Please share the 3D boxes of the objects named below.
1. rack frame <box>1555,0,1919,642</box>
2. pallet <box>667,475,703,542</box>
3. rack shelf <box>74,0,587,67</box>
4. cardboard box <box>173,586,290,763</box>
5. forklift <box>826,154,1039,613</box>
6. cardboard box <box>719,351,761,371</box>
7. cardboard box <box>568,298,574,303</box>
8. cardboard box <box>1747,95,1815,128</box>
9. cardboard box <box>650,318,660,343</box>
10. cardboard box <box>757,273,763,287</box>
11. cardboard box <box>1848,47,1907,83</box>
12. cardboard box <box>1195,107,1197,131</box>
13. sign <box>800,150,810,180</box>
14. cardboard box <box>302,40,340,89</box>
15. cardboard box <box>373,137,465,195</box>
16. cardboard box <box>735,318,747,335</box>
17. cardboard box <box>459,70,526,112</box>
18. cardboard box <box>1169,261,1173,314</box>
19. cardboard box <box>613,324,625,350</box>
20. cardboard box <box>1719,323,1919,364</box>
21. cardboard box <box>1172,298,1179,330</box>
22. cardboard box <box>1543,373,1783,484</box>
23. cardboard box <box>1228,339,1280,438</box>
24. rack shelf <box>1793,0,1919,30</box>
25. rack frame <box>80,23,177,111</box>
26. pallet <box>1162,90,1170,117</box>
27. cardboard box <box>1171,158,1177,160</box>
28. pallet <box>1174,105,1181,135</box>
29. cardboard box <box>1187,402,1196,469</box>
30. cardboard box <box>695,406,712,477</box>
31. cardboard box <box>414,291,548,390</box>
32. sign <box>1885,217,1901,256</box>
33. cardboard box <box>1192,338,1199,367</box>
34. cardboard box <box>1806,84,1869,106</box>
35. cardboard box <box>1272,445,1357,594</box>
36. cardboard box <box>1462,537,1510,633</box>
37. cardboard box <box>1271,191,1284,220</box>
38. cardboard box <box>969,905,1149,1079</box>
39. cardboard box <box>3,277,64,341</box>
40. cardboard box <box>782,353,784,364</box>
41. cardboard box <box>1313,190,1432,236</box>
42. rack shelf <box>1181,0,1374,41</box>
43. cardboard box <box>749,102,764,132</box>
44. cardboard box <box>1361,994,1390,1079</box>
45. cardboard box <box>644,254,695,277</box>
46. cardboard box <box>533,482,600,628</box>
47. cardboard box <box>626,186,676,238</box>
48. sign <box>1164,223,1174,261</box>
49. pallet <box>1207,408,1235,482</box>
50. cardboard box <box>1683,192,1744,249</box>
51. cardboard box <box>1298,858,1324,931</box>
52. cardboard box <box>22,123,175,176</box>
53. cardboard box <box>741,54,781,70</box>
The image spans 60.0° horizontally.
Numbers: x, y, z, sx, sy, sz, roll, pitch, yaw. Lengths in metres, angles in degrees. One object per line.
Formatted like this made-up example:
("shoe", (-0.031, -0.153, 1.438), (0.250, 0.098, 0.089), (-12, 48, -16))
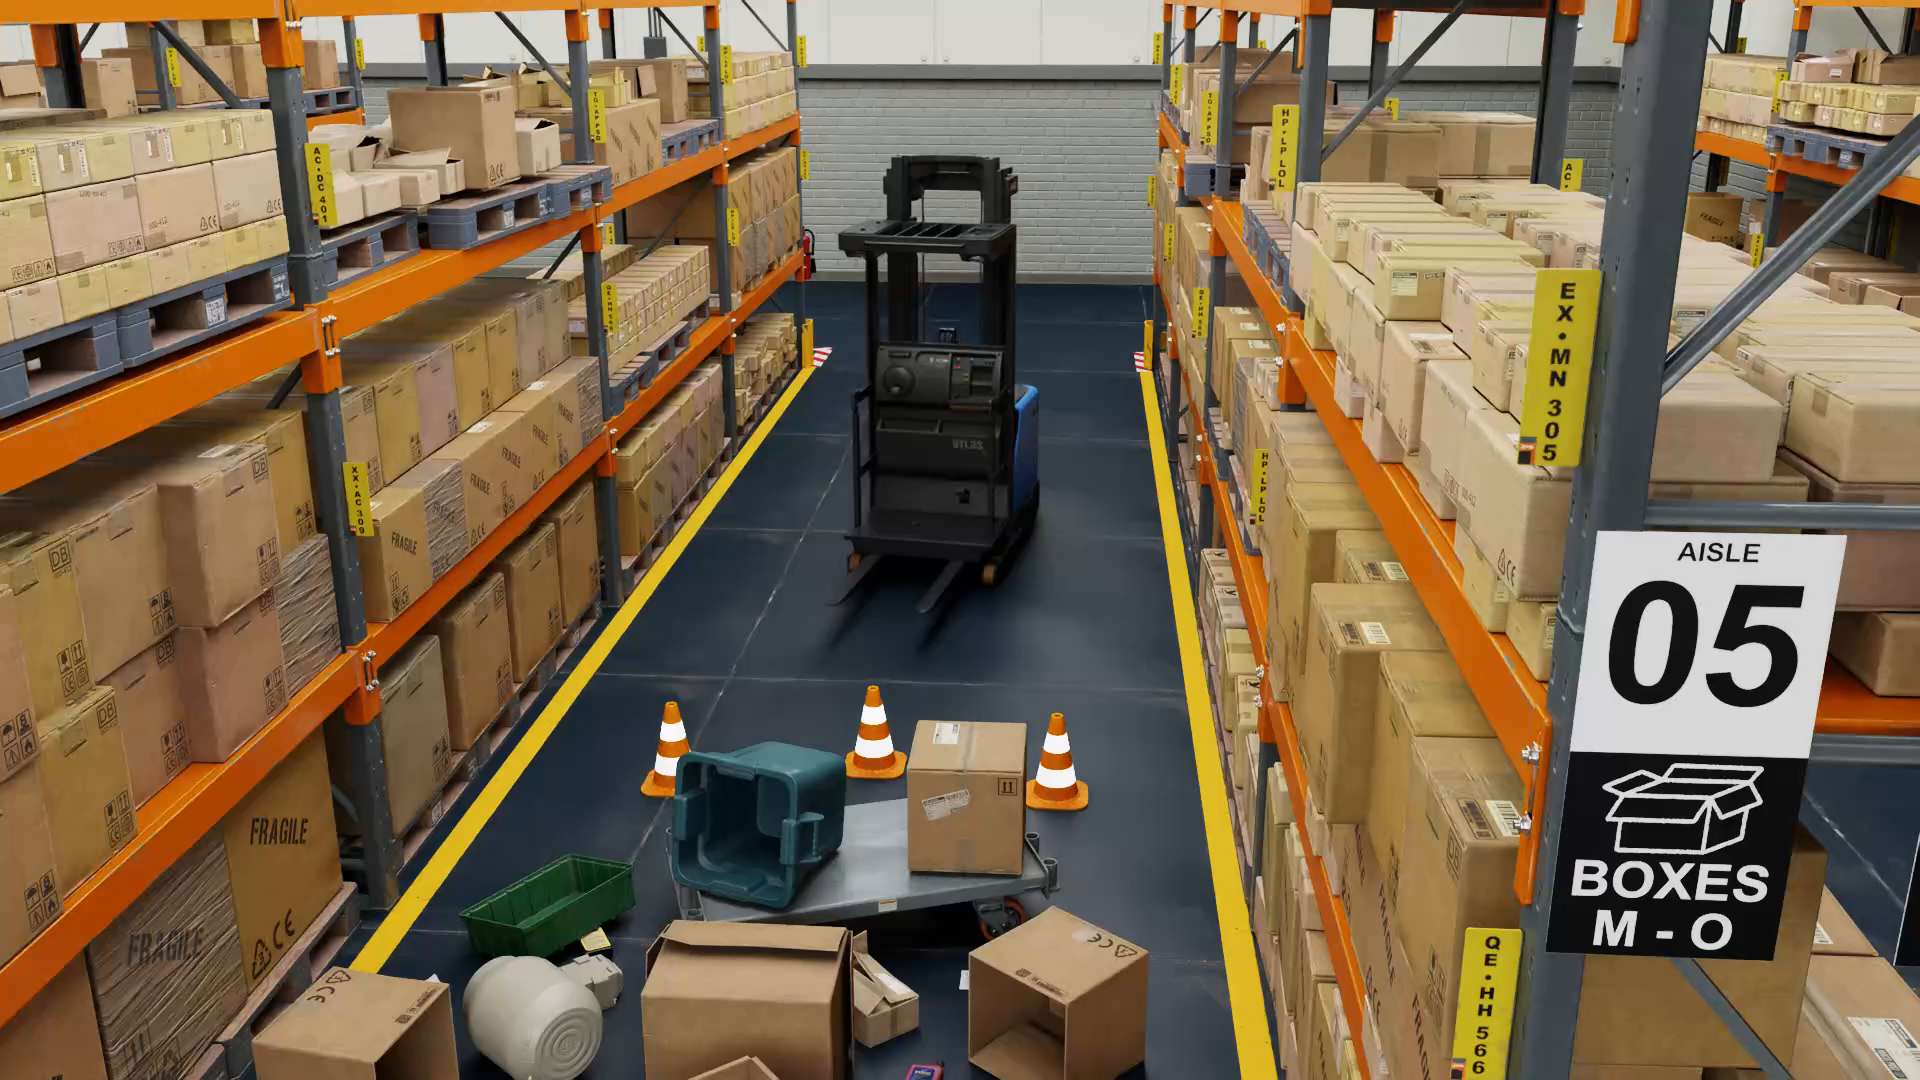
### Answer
("rack frame", (1.530, -1.265, 2.332), (1.000, 3.000, 0.127), (1, 18, 4))
("pallet", (-2.694, -0.273, 13.418), (1.003, 0.211, 1.213), (1, 18, 4))
("rack shelf", (-2.985, -2.676, 8.435), (1.077, 0.370, 4.000), (1, 18, 4))
("cardboard box", (-3.159, 0.479, 6.402), (0.875, 0.550, 0.550), (1, 18, 4))
("forklift", (-0.199, -1.194, 11.860), (1.130, 2.935, 3.031), (4, 19, 13))
("cardboard box", (-2.180, -1.773, 16.464), (0.380, 0.149, 0.250), (2, 18, 5))
("cardboard box", (-3.170, -1.764, 12.740), (0.380, 0.149, 0.250), (2, 18, 5))
("cardboard box", (7.126, -3.682, 14.290), (0.500, 0.250, 0.500), (1, 18, 4))
("cardboard box", (-2.515, -1.604, 12.731), (0.380, 0.149, 0.250), (2, 18, 5))
("cardboard box", (-2.162, -2.592, 16.418), (0.380, 0.149, 0.250), (2, 18, 6))
("cardboard box", (7.388, -3.826, 13.391), (0.396, 0.266, 0.258), (1, 18, 3))
("cardboard box", (1.853, -2.895, 11.666), (0.396, 0.266, 0.258), (1, 18, 3))
("sign", (-1.716, -4.144, 18.387), (0.100, 0.325, 0.005), (1, 18, 4))
("cardboard box", (-7.191, -5.162, 18.046), (0.700, 0.500, 0.500), (0, 18, 1))
("cardboard box", (-2.782, -1.921, 8.531), (0.396, 0.266, 0.258), (1, 18, 4))
("cardboard box", (-2.544, -2.347, 18.216), (0.380, 0.149, 0.250), (2, 18, 5))
("cardboard box", (-3.071, -2.946, 10.890), (0.396, 0.266, 0.258), (1, 18, 4))
("cardboard box", (2.168, -2.338, 15.082), (0.500, 0.500, 0.500), (1, 18, 4))
("cardboard box", (-2.589, -1.429, 11.719), (0.380, 0.149, 0.250), (2, 18, 7))
("cardboard box", (1.840, -0.360, 3.510), (0.380, 0.149, 0.250), (1, 18, 4))
("cardboard box", (2.095, -1.939, 14.264), (0.500, 0.250, 0.500), (1, 18, 3))
("cardboard box", (1.260, -0.211, 3.055), (0.380, 0.149, 0.250), (1, 18, 4))
("cardboard box", (1.778, -0.826, 9.312), (0.500, 0.500, 0.500), (2, 18, 5))
("rack shelf", (7.198, -3.729, 11.650), (1.077, 0.370, 4.000), (1, 18, 4))
("rack frame", (-7.494, -5.213, 14.381), (1.000, 3.000, 0.127), (1, 18, 4))
("pallet", (2.634, -4.536, 17.274), (1.003, 0.211, 1.213), (1, 18, 4))
("cardboard box", (2.327, -3.784, 16.847), (0.380, 0.149, 0.250), (1, 18, 4))
("pallet", (2.459, -3.778, 14.962), (1.003, 0.211, 1.213), (1, 18, 4))
("cardboard box", (2.425, -1.137, 14.312), (0.875, 0.875, 0.875), (2, 18, 6))
("cardboard box", (-2.393, -0.837, 14.000), (0.500, 0.500, 0.500), (1, 18, 3))
("cardboard box", (-2.918, -1.204, 10.015), (0.700, 0.500, 0.500), (1, 18, 3))
("sign", (7.895, -2.570, 14.091), (0.100, 0.325, 0.005), (1, 18, 4))
("cardboard box", (1.918, -1.381, 11.757), (0.500, 0.250, 0.500), (1, 18, 2))
("cardboard box", (6.874, -3.481, 13.002), (0.380, 0.149, 0.250), (1, 18, 3))
("cardboard box", (1.510, -0.031, 5.955), (0.700, 0.500, 0.500), (1, 18, 4))
("cardboard box", (1.262, 0.085, 3.433), (0.380, 0.149, 0.250), (1, 18, 4))
("cardboard box", (1.793, -1.710, 8.074), (0.500, 0.250, 0.500), (2, 18, 5))
("cardboard box", (0.383, 1.833, 6.523), (0.500, 0.500, 0.500), (17, 25, 41))
("cardboard box", (-2.944, -0.694, 4.976), (0.380, 0.149, 0.250), (1, 18, 4))
("cardboard box", (-2.120, -1.977, 18.043), (0.380, 0.149, 0.250), (1, 18, 4))
("cardboard box", (1.479, -1.170, 5.981), (0.380, 0.149, 0.250), (2, 18, 6))
("rack shelf", (2.247, -3.839, 11.985), (1.077, 0.370, 4.000), (1, 18, 4))
("cardboard box", (-2.174, -4.029, 15.826), (0.500, 0.250, 0.500), (2, 18, 6))
("cardboard box", (1.279, 1.343, 4.409), (0.380, 0.149, 0.250), (2, 18, 5))
("cardboard box", (-2.427, -2.290, 13.869), (0.380, 0.149, 0.250), (1, 18, 2))
("cardboard box", (-2.975, 0.079, 10.804), (1.050, 0.750, 0.750), (1, 18, 3))
("cardboard box", (-2.791, -3.036, 15.128), (0.500, 0.500, 0.500), (1, 18, 2))
("sign", (1.836, -2.602, 14.529), (0.100, 0.325, 0.005), (1, 18, 4))
("pallet", (2.158, -0.584, 10.196), (1.213, 0.211, 1.003), (1, 18, 4))
("cardboard box", (7.220, -3.099, 16.124), (0.500, 0.500, 0.500), (2, 18, 5))
("cardboard box", (1.385, 1.244, 5.804), (0.380, 0.149, 0.250), (2, 18, 7))
("cardboard box", (-2.891, -1.313, 5.583), (0.380, 0.149, 0.250), (2, 18, 5))
("cardboard box", (-2.042, -4.895, 17.026), (0.380, 0.149, 0.250), (2, 18, 5))
